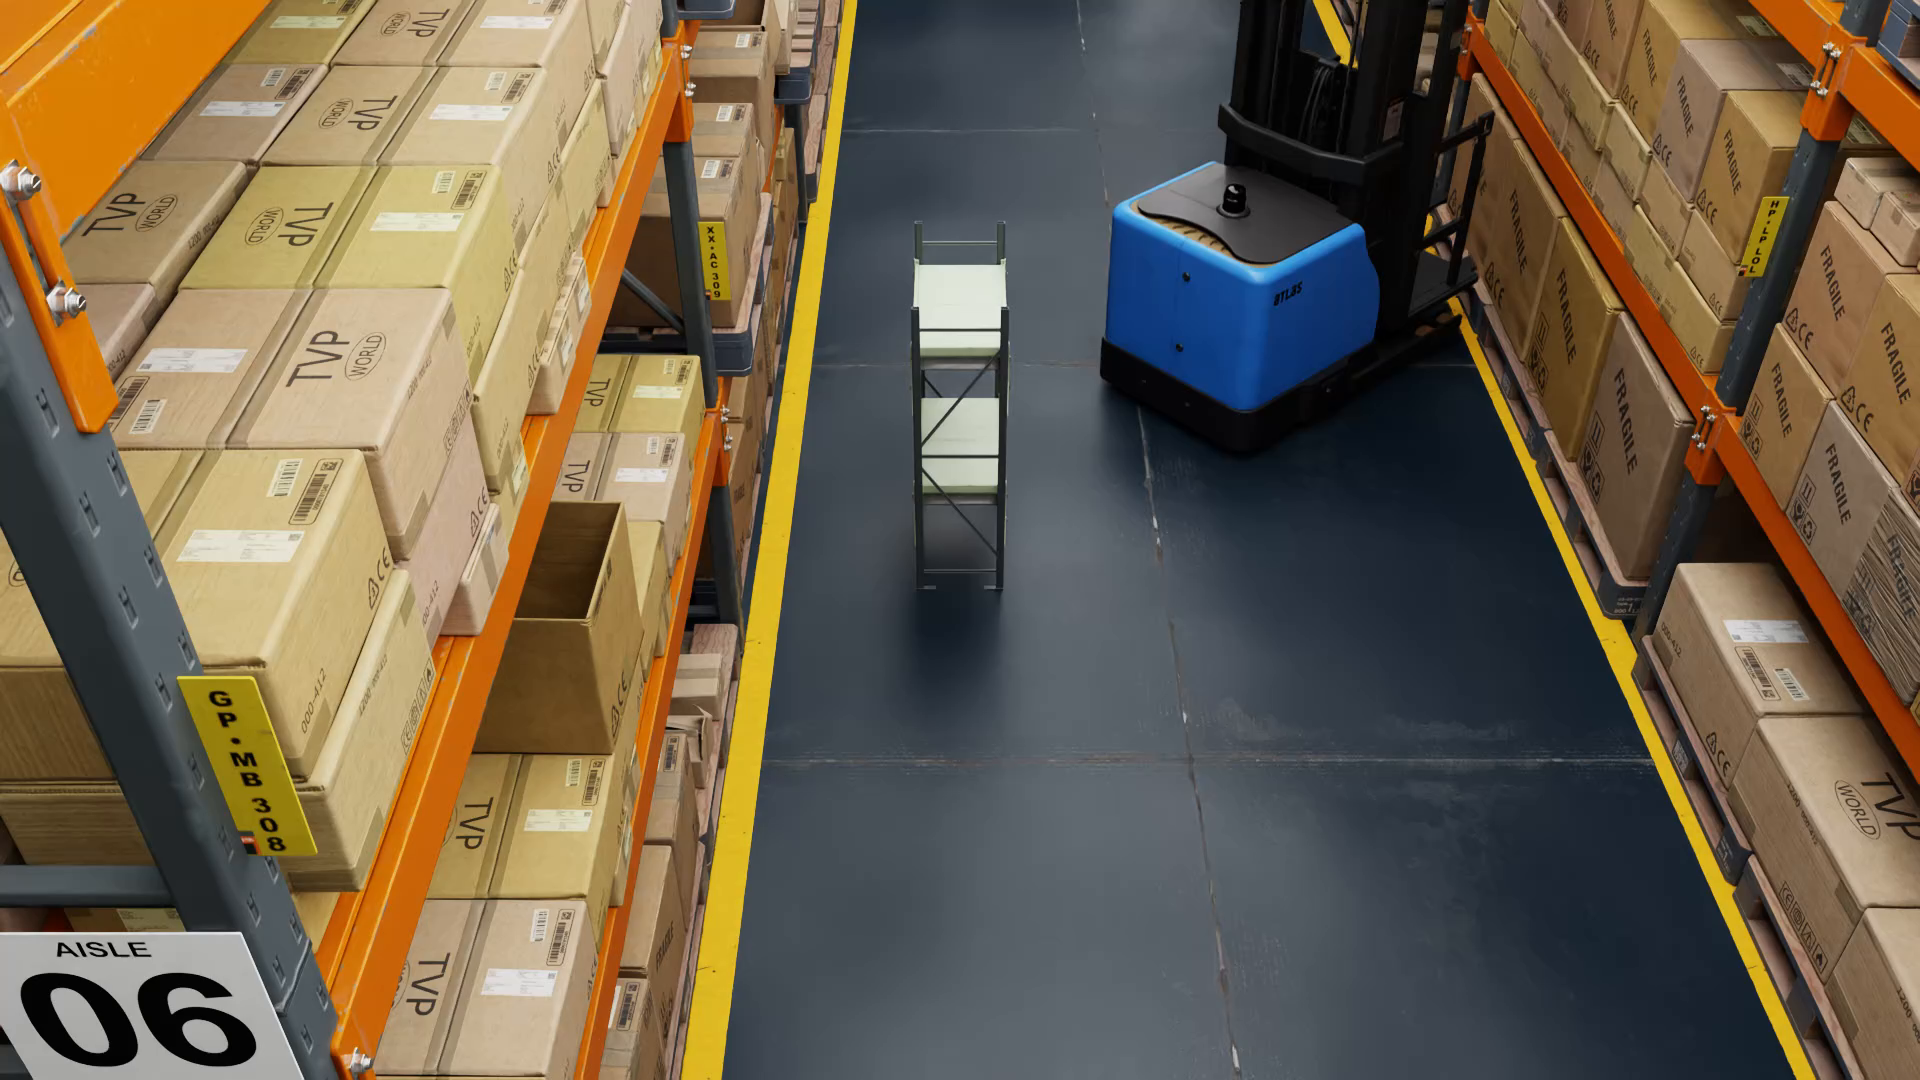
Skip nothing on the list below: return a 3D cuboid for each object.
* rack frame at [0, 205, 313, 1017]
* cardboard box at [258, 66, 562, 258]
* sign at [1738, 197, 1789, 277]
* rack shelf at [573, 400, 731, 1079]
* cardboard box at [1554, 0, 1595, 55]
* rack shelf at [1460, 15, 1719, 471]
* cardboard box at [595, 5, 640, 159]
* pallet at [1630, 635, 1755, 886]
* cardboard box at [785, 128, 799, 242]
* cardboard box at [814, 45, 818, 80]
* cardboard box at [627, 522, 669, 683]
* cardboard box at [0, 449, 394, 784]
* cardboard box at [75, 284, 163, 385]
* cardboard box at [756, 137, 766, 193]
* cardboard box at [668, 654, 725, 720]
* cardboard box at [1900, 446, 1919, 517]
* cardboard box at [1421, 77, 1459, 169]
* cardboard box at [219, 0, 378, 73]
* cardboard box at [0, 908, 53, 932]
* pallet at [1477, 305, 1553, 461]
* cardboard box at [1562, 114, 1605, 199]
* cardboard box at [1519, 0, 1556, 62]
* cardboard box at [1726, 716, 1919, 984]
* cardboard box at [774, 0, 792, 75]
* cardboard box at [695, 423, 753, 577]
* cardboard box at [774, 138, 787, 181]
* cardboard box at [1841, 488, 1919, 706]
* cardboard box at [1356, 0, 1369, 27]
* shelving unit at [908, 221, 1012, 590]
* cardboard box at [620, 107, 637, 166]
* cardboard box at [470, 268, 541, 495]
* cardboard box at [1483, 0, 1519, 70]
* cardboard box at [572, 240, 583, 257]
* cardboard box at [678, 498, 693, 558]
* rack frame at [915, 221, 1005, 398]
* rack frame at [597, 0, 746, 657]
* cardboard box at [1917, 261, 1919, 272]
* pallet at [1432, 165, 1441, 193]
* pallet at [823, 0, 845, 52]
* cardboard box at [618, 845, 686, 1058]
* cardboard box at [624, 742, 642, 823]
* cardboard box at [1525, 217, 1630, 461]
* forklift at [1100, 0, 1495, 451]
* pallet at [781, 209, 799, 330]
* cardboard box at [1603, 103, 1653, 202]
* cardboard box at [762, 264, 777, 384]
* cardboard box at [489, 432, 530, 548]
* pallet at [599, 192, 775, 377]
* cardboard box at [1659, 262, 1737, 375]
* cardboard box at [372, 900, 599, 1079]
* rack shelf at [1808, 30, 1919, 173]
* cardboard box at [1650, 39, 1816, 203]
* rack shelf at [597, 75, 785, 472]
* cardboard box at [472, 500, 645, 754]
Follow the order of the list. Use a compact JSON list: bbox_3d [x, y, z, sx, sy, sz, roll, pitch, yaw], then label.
[{"bbox_3d":[-1.455,-0.534,1.466,1.000,3.000,0.127,0,39,0],"label":"rack frame"},{"bbox_3d":[-1.211,-0.845,3.735,0.500,0.250,0.500,1,39,1],"label":"cardboard box"},{"bbox_3d":[2.961,-1.115,6.125,0.100,0.325,0.005,0,39,0],"label":"sign"},{"bbox_3d":[-1.458,0.837,5.128,1.077,0.370,4.000,0,39,0],"label":"rack shelf"},{"bbox_3d":[3.251,-2.689,8.072,0.500,0.500,0.500,1,39,1],"label":"cardboard box"},{"bbox_3d":[3.501,-1.670,8.256,1.077,0.370,4.000,0,39,0],"label":"rack shelf"},{"bbox_3d":[-1.198,-1.296,4.697,0.500,0.250,0.500,-1,39,-2],"label":"cardboard box"},{"bbox_3d":[3.426,0.863,6.749,1.003,0.211,1.213,0,39,0],"label":"pallet"},{"bbox_3d":[-1.249,-2.120,9.905,0.500,0.500,0.500,1,39,1],"label":"cardboard box"},{"bbox_3d":[-1.461,-3.653,11.718,0.875,0.625,0.625,-2,39,-2],"label":"cardboard box"},{"bbox_3d":[-1.213,0.191,5.240,0.500,0.250,0.500,0,39,0],"label":"cardboard box"},{"bbox_3d":[-1.205,0.106,2.548,0.500,0.250,0.500,0,39,-1],"label":"cardboard box"},{"bbox_3d":[-1.735,-0.219,2.954,0.500,0.250,0.500,-1,39,-1],"label":"cardboard box"},{"bbox_3d":[-1.078,-1.675,7.459,0.396,0.266,0.258,2,39,2],"label":"cardboard box"},{"bbox_3d":[-1.166,0.602,6.789,0.380,0.149,0.250,-1,39,-1],"label":"cardboard box"},{"bbox_3d":[3.246,-0.195,4.961,0.500,0.500,0.500,1,39,1],"label":"cardboard box"},{"bbox_3d":[3.509,-2.694,10.724,0.950,0.372,0.625,-2,39,-3],"label":"cardboard box"},{"bbox_3d":[-1.727,-1.166,4.136,0.500,0.250,0.500,0,39,-1],"label":"cardboard box"},{"bbox_3d":[-1.687,0.535,2.732,0.380,0.149,0.250,1,39,1],"label":"cardboard box"},{"bbox_3d":[3.423,-0.860,8.899,1.003,0.211,1.213,0,39,0],"label":"pallet"},{"bbox_3d":[3.265,-1.879,8.062,0.500,0.250,0.500,0,39,0],"label":"cardboard box"},{"bbox_3d":[3.252,-2.698,8.684,0.500,0.250,0.500,1,39,1],"label":"cardboard box"},{"bbox_3d":[3.399,1.088,5.952,0.875,0.438,0.875,-1,39,-1],"label":"cardboard box"},{"bbox_3d":[-1.140,-2.642,8.677,0.500,0.250,0.500,-2,39,-2],"label":"cardboard box"},{"bbox_3d":[-1.235,-0.186,7.492,0.500,0.500,0.500,2,39,2],"label":"cardboard box"},{"bbox_3d":[-1.179,-2.158,9.434,0.380,0.149,0.250,-2,39,-2],"label":"cardboard box"},{"bbox_3d":[3.233,0.180,5.292,0.500,0.500,0.500,0,39,0],"label":"cardboard box"},{"bbox_3d":[3.502,-4.064,12.434,0.950,0.372,0.625,2,39,3],"label":"cardboard box"},{"bbox_3d":[0.000,-0.589,7.532,0.431,1.500,0.755,0,39,0],"label":"shelving unit"},{"bbox_3d":[-1.175,-1.221,4.923,0.380,0.149,0.250,1,39,1],"label":"cardboard box"},{"bbox_3d":[-1.192,-0.337,3.500,0.500,0.250,0.500,-1,39,-1],"label":"cardboard box"},{"bbox_3d":[3.248,-2.837,9.257,0.500,0.250,0.500,-1,39,-1],"label":"cardboard box"},{"bbox_3d":[-1.202,-0.743,4.326,0.380,0.149,0.250,0,39,0],"label":"cardboard box"},{"bbox_3d":[-1.160,-0.072,5.887,0.380,0.149,0.250,1,39,1],"label":"cardboard box"},{"bbox_3d":[0.000,-0.818,7.817,0.400,1.500,0.023,0,39,0],"label":"rack frame"},{"bbox_3d":[-1.460,-0.694,6.463,1.000,3.000,0.127,0,39,0],"label":"rack frame"},{"bbox_3d":[3.303,-0.865,5.278,0.380,0.149,0.250,0,39,-1],"label":"cardboard box"},{"bbox_3d":[3.500,-2.602,11.074,1.003,0.211,1.213,0,39,0],"label":"pallet"},{"bbox_3d":[-1.429,-4.148,13.003,1.003,0.211,1.213,0,39,0],"label":"pallet"},{"bbox_3d":[-1.224,1.371,5.550,0.500,0.500,0.500,1,39,1],"label":"cardboard box"},{"bbox_3d":[-1.154,0.729,4.888,0.380,0.149,0.250,1,39,1],"label":"cardboard box"},{"bbox_3d":[3.414,-0.988,8.193,0.875,0.875,0.875,1,39,1],"label":"cardboard box"},{"bbox_3d":[2.184,-2.391,8.635,3.031,2.935,1.130,-30,47,-32],"label":"forklift"},{"bbox_3d":[-1.501,-1.641,9.874,1.003,0.211,1.213,0,39,0],"label":"pallet"},{"bbox_3d":[3.246,-1.749,7.499,0.500,0.250,0.500,1,39,1],"label":"cardboard box"},{"bbox_3d":[-1.236,-1.155,8.701,0.500,0.500,0.500,-1,39,-2],"label":"cardboard box"},{"bbox_3d":[-1.138,-0.109,3.535,0.380,0.149,0.250,0,39,0],"label":"cardboard box"},{"bbox_3d":[-1.352,-1.119,7.147,1.003,0.211,1.213,0,39,0],"label":"pallet"},{"bbox_3d":[3.251,-0.922,6.868,0.500,0.250,0.500,-1,39,-1],"label":"cardboard box"},{"bbox_3d":[-1.187,1.150,4.044,0.500,0.250,0.500,0,39,0],"label":"cardboard box"},{"bbox_3d":[3.506,-0.339,4.197,1.077,0.370,4.000,0,39,0],"label":"rack shelf"},{"bbox_3d":[3.244,-1.732,6.879,0.500,0.500,0.500,1,39,1],"label":"cardboard box"},{"bbox_3d":[-1.462,-1.664,8.249,1.077,0.370,4.000,0,39,0],"label":"rack shelf"},{"bbox_3d":[-1.188,0.235,4.586,0.500,0.500,0.500,1,39,1],"label":"cardboard box"}]
